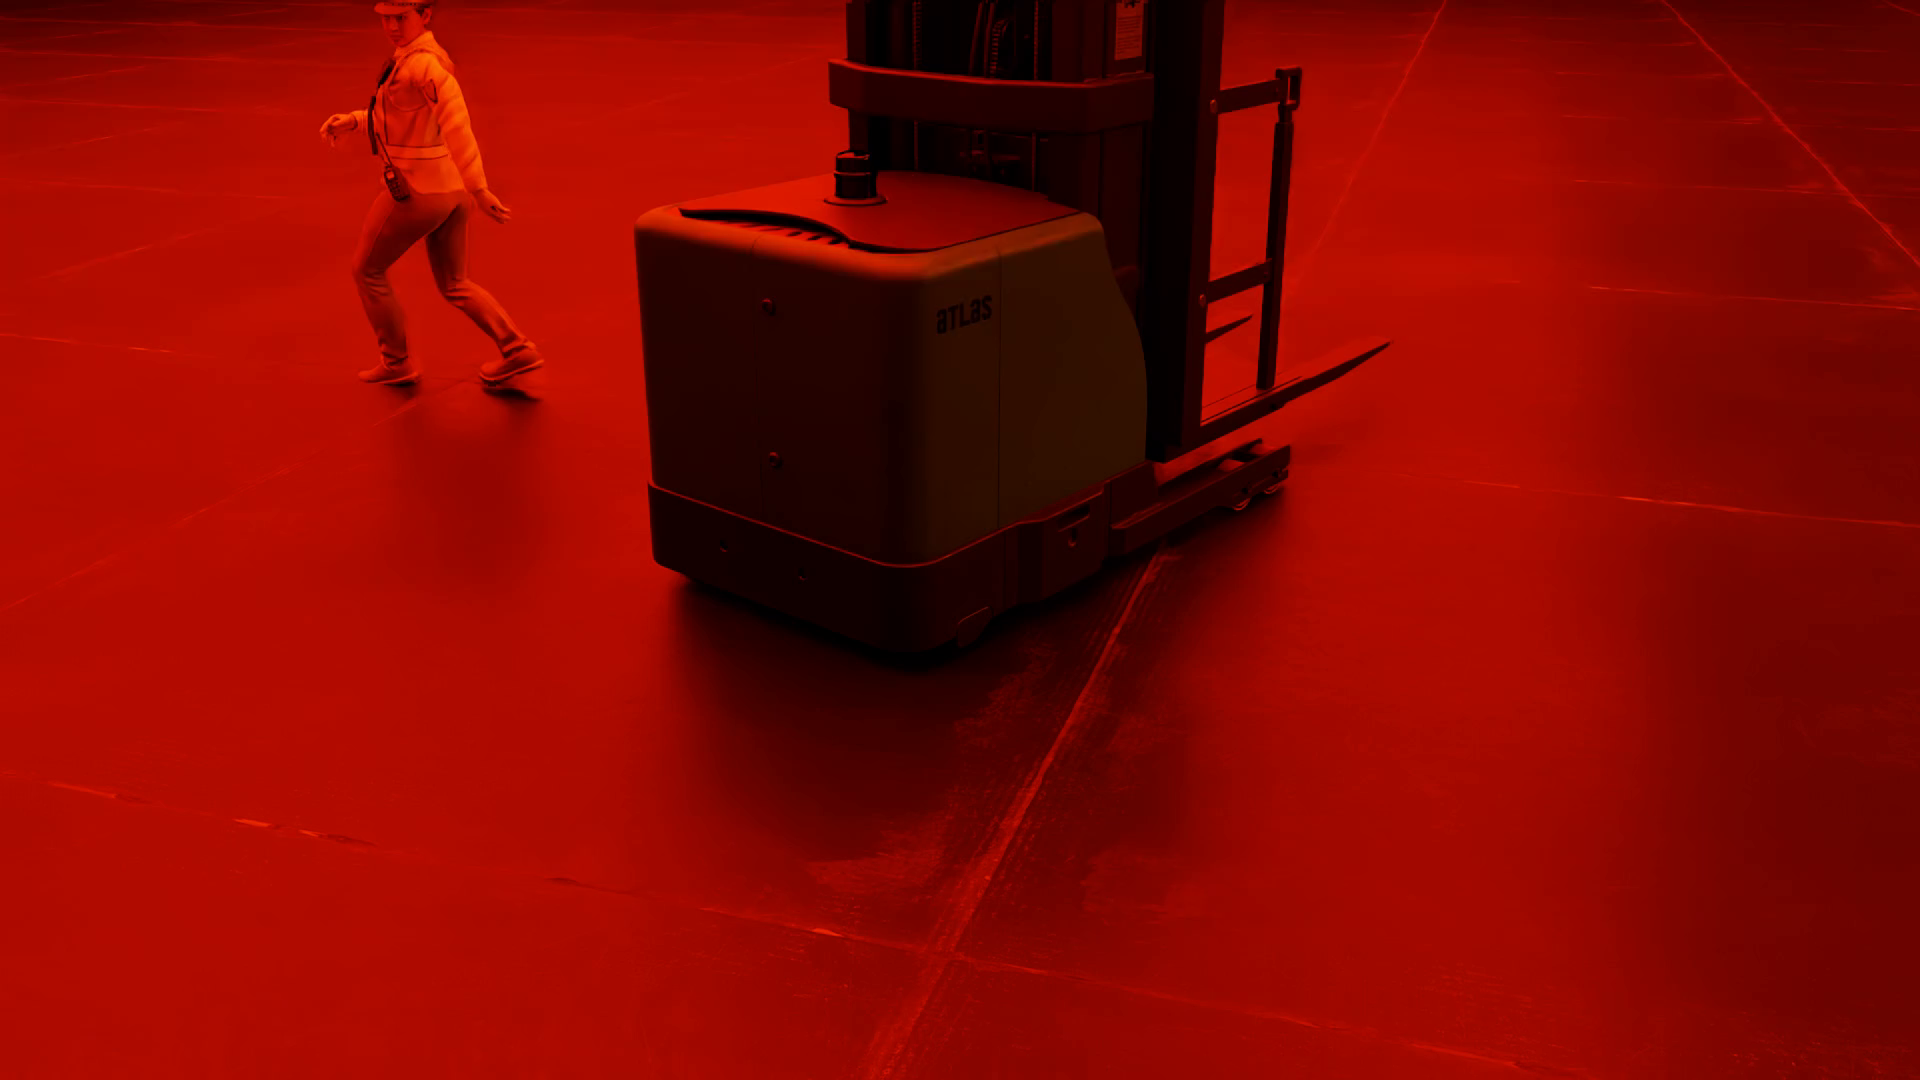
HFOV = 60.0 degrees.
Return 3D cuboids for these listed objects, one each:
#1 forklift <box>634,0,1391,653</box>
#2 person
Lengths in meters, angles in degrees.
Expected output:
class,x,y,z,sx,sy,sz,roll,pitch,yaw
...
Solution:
class,x,y,z,sx,sy,sz,roll,pitch,yaw
forklift,0.437,-1.556,5.049,1.130,2.935,3.031,18,28,36
person,-2.026,-1.311,6.277,0.849,1.588,0.517,4,23,10
